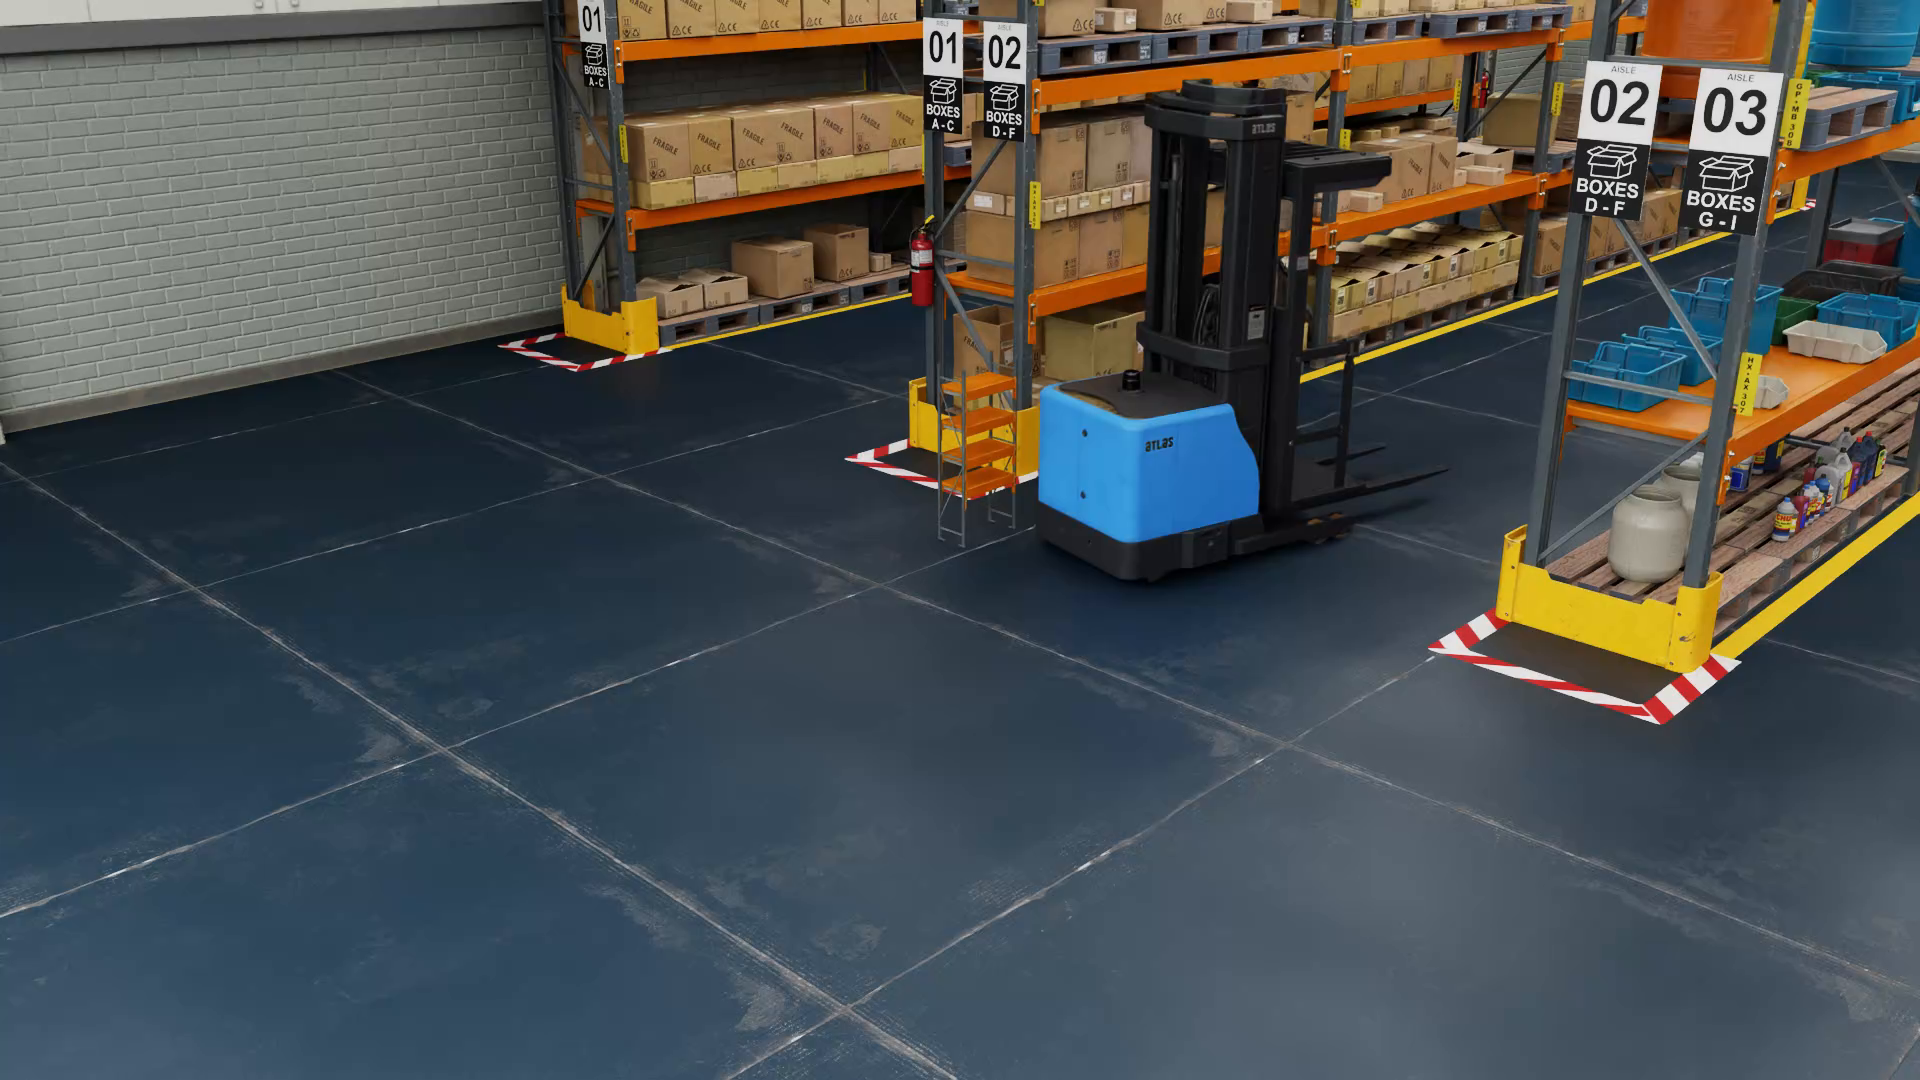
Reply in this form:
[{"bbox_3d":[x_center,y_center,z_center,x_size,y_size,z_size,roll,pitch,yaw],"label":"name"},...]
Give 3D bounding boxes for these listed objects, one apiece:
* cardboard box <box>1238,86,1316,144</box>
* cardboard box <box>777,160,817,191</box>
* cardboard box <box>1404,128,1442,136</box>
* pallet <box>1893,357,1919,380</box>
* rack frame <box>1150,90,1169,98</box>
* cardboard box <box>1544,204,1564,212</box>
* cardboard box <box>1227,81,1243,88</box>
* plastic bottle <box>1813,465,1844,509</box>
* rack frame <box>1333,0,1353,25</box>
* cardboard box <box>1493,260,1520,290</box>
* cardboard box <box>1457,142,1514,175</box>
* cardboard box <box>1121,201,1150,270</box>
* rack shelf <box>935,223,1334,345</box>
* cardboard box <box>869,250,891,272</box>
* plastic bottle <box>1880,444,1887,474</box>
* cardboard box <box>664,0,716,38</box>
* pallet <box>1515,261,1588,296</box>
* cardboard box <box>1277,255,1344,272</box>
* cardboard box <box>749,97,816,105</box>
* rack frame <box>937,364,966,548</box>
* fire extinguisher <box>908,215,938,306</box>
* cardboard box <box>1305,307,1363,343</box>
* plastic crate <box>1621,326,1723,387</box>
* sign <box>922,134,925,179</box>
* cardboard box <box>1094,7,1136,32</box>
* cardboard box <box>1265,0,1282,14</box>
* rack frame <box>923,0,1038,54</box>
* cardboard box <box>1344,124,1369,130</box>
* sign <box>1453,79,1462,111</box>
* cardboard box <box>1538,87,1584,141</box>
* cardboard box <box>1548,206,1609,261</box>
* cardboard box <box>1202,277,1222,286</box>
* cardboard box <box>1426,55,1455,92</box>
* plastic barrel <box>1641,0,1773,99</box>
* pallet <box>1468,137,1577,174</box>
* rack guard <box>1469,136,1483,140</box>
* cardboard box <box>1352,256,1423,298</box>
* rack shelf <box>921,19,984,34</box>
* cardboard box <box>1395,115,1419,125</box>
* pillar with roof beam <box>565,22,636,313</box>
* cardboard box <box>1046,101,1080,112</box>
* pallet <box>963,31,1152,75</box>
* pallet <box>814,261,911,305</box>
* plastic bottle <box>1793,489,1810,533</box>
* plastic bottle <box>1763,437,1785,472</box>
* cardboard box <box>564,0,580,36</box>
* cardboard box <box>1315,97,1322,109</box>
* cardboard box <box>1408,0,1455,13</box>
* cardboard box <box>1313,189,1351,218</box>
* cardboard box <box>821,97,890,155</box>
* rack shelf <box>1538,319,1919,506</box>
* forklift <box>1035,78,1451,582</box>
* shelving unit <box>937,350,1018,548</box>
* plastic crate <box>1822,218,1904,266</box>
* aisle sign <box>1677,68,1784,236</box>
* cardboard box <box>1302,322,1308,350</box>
[{"bbox_3d":[2.620,-3.620,14.365,0.700,0.500,0.500,19,28,41],"label":"cardboard box"},{"bbox_3d":[-1.783,-3.676,16.638,0.500,0.250,0.500,20,28,41],"label":"cardboard box"},{"bbox_3d":[6.979,-6.103,25.671,0.700,0.500,0.500,19,28,40],"label":"cardboard box"},{"bbox_3d":[8.694,-1.380,14.371,1.003,0.211,1.213,19,28,41],"label":"pallet"},{"bbox_3d":[2.164,-5.351,20.815,1.000,3.000,0.127,19,28,41],"label":"rack frame"},{"bbox_3d":[6.561,-3.583,19.086,0.500,0.500,0.500,18,27,39],"label":"cardboard box"},{"bbox_3d":[3.405,-5.866,21.574,0.500,0.500,0.500,19,28,40],"label":"cardboard box"},{"bbox_3d":[5.753,-0.366,11.030,0.135,0.276,0.152,-20,28,-41],"label":"plastic bottle"},{"bbox_3d":[2.925,-5.884,13.841,1.000,3.000,0.127,19,28,41],"label":"rack frame"},{"bbox_3d":[5.523,-2.828,17.499,0.500,0.250,0.500,-19,28,-41],"label":"cardboard box"},{"bbox_3d":[5.430,-3.988,17.393,0.500,0.311,0.500,-18,27,-39],"label":"cardboard box"},{"bbox_3d":[1.183,-2.481,13.210,0.700,0.500,0.500,19,28,41],"label":"cardboard box"},{"bbox_3d":[1.530,-2.234,13.708,1.077,0.370,4.000,19,28,41],"label":"rack shelf"},{"bbox_3d":[-0.979,-3.060,18.192,0.380,0.166,0.250,15,26,34],"label":"cardboard box"},{"bbox_3d":[6.442,-0.571,11.666,0.097,0.201,0.097,0,21,0],"label":"plastic bottle"},{"bbox_3d":[-2.605,-4.903,15.302,0.500,0.500,0.500,-18,27,-39],"label":"cardboard box"},{"bbox_3d":[6.263,-2.993,18.567,1.003,0.211,1.213,19,28,41],"label":"pallet"},{"bbox_3d":[3.361,-2.569,16.044,0.500,0.311,0.500,-19,28,-41],"label":"cardboard box"},{"bbox_3d":[-1.819,-4.285,17.177,0.500,0.500,0.500,-19,28,-41],"label":"cardboard box"},{"bbox_3d":[-0.055,-0.540,10.807,0.240,1.200,0.015,19,28,41],"label":"rack frame"},{"bbox_3d":[-0.281,-2.105,12.479,0.296,0.674,0.183,19,28,41],"label":"fire extinguisher"},{"bbox_3d":[3.384,-2.038,15.443,0.500,0.250,0.500,18,28,39],"label":"cardboard box"},{"bbox_3d":[4.273,-1.115,10.001,0.499,0.251,0.408,19,28,41],"label":"plastic crate"},{"bbox_3d":[-0.244,-2.846,12.354,0.100,0.325,0.005,19,28,41],"label":"sign"},{"bbox_3d":[1.082,-3.858,12.320,0.380,0.149,0.250,19,28,41],"label":"cardboard box"},{"bbox_3d":[2.385,-4.728,14.095,0.500,0.500,0.500,-17,27,-38],"label":"cardboard box"},{"bbox_3d":[0.135,-4.856,11.165,1.000,3.000,0.127,19,28,41],"label":"rack frame"},{"bbox_3d":[5.855,-6.094,24.743,0.380,0.149,0.250,18,27,39],"label":"cardboard box"},{"bbox_3d":[5.320,-4.749,17.745,0.100,0.325,0.005,19,28,41],"label":"sign"},{"bbox_3d":[6.849,-4.732,18.481,0.500,0.500,0.700,-14,25,-32],"label":"cardboard box"},{"bbox_3d":[6.952,-3.460,18.766,0.500,0.500,0.500,19,28,40],"label":"cardboard box"},{"bbox_3d":[2.055,-1.917,14.084,0.500,0.500,0.500,19,28,41],"label":"cardboard box"},{"bbox_3d":[6.896,-7.224,25.270,0.980,0.700,0.700,19,28,40],"label":"cardboard box"},{"bbox_3d":[3.929,-2.768,8.731,0.600,0.830,0.708,19,28,41],"label":"plastic barrel"},{"bbox_3d":[6.138,-4.214,18.125,1.213,0.211,1.003,19,28,41],"label":"pallet"},{"bbox_3d":[7.761,-6.247,26.630,1.175,0.500,0.348,19,28,41],"label":"rack guard"},{"bbox_3d":[4.105,-2.563,16.027,0.500,0.311,0.500,18,27,39],"label":"cardboard box"},{"bbox_3d":[0.768,-5.901,19.068,1.077,0.370,4.000,19,28,41],"label":"rack shelf"},{"bbox_3d":[6.919,-6.486,25.763,0.380,0.149,0.250,19,28,41],"label":"cardboard box"},{"bbox_3d":[-0.464,-5.414,12.617,9.100,9.000,0.400,19,28,41],"label":"pillar with roof beam"},{"bbox_3d":[0.990,-5.154,19.550,0.700,0.500,0.500,19,28,41],"label":"cardboard box"},{"bbox_3d":[0.646,-3.590,12.175,1.003,0.211,1.213,19,28,41],"label":"pallet"},{"bbox_3d":[-1.070,-2.840,18.168,1.003,0.211,1.213,19,28,41],"label":"pallet"},{"bbox_3d":[5.340,-0.194,10.571,0.133,0.283,0.061,-20,28,-41],"label":"plastic bottle"},{"bbox_3d":[5.714,-0.672,11.722,0.144,0.351,0.185,19,28,41],"label":"plastic bottle"},{"bbox_3d":[-3.308,-4.921,15.349,0.500,0.500,0.500,-18,27,-38],"label":"cardboard box"},{"bbox_3d":[4.762,-6.043,22.937,0.250,0.149,0.380,-20,28,-41],"label":"cardboard box"},{"bbox_3d":[4.303,-5.086,15.569,0.500,0.250,0.500,16,26,36],"label":"cardboard box"},{"bbox_3d":[3.237,-3.151,15.301,0.500,0.250,0.500,-18,27,-39],"label":"cardboard box"},{"bbox_3d":[-1.079,-4.283,17.174,0.500,0.500,0.500,19,28,40],"label":"cardboard box"},{"bbox_3d":[5.076,-0.993,10.480,1.077,0.370,4.000,19,28,41],"label":"rack shelf"},{"bbox_3d":[2.021,-1.487,10.858,3.031,2.935,1.130,-13,24,-30],"label":"forklift"},{"bbox_3d":[0.115,-0.603,10.970,0.258,1.200,0.503,19,28,41],"label":"shelving unit"},{"bbox_3d":[6.590,-2.074,12.200,0.402,0.464,0.583,19,28,41],"label":"plastic crate"},{"bbox_3d":[3.841,-1.937,8.308,0.394,0.787,0.004,19,28,41],"label":"aisle sign"},{"bbox_3d":[2.758,-1.822,14.882,0.500,0.250,0.500,19,28,41],"label":"cardboard box"}]
